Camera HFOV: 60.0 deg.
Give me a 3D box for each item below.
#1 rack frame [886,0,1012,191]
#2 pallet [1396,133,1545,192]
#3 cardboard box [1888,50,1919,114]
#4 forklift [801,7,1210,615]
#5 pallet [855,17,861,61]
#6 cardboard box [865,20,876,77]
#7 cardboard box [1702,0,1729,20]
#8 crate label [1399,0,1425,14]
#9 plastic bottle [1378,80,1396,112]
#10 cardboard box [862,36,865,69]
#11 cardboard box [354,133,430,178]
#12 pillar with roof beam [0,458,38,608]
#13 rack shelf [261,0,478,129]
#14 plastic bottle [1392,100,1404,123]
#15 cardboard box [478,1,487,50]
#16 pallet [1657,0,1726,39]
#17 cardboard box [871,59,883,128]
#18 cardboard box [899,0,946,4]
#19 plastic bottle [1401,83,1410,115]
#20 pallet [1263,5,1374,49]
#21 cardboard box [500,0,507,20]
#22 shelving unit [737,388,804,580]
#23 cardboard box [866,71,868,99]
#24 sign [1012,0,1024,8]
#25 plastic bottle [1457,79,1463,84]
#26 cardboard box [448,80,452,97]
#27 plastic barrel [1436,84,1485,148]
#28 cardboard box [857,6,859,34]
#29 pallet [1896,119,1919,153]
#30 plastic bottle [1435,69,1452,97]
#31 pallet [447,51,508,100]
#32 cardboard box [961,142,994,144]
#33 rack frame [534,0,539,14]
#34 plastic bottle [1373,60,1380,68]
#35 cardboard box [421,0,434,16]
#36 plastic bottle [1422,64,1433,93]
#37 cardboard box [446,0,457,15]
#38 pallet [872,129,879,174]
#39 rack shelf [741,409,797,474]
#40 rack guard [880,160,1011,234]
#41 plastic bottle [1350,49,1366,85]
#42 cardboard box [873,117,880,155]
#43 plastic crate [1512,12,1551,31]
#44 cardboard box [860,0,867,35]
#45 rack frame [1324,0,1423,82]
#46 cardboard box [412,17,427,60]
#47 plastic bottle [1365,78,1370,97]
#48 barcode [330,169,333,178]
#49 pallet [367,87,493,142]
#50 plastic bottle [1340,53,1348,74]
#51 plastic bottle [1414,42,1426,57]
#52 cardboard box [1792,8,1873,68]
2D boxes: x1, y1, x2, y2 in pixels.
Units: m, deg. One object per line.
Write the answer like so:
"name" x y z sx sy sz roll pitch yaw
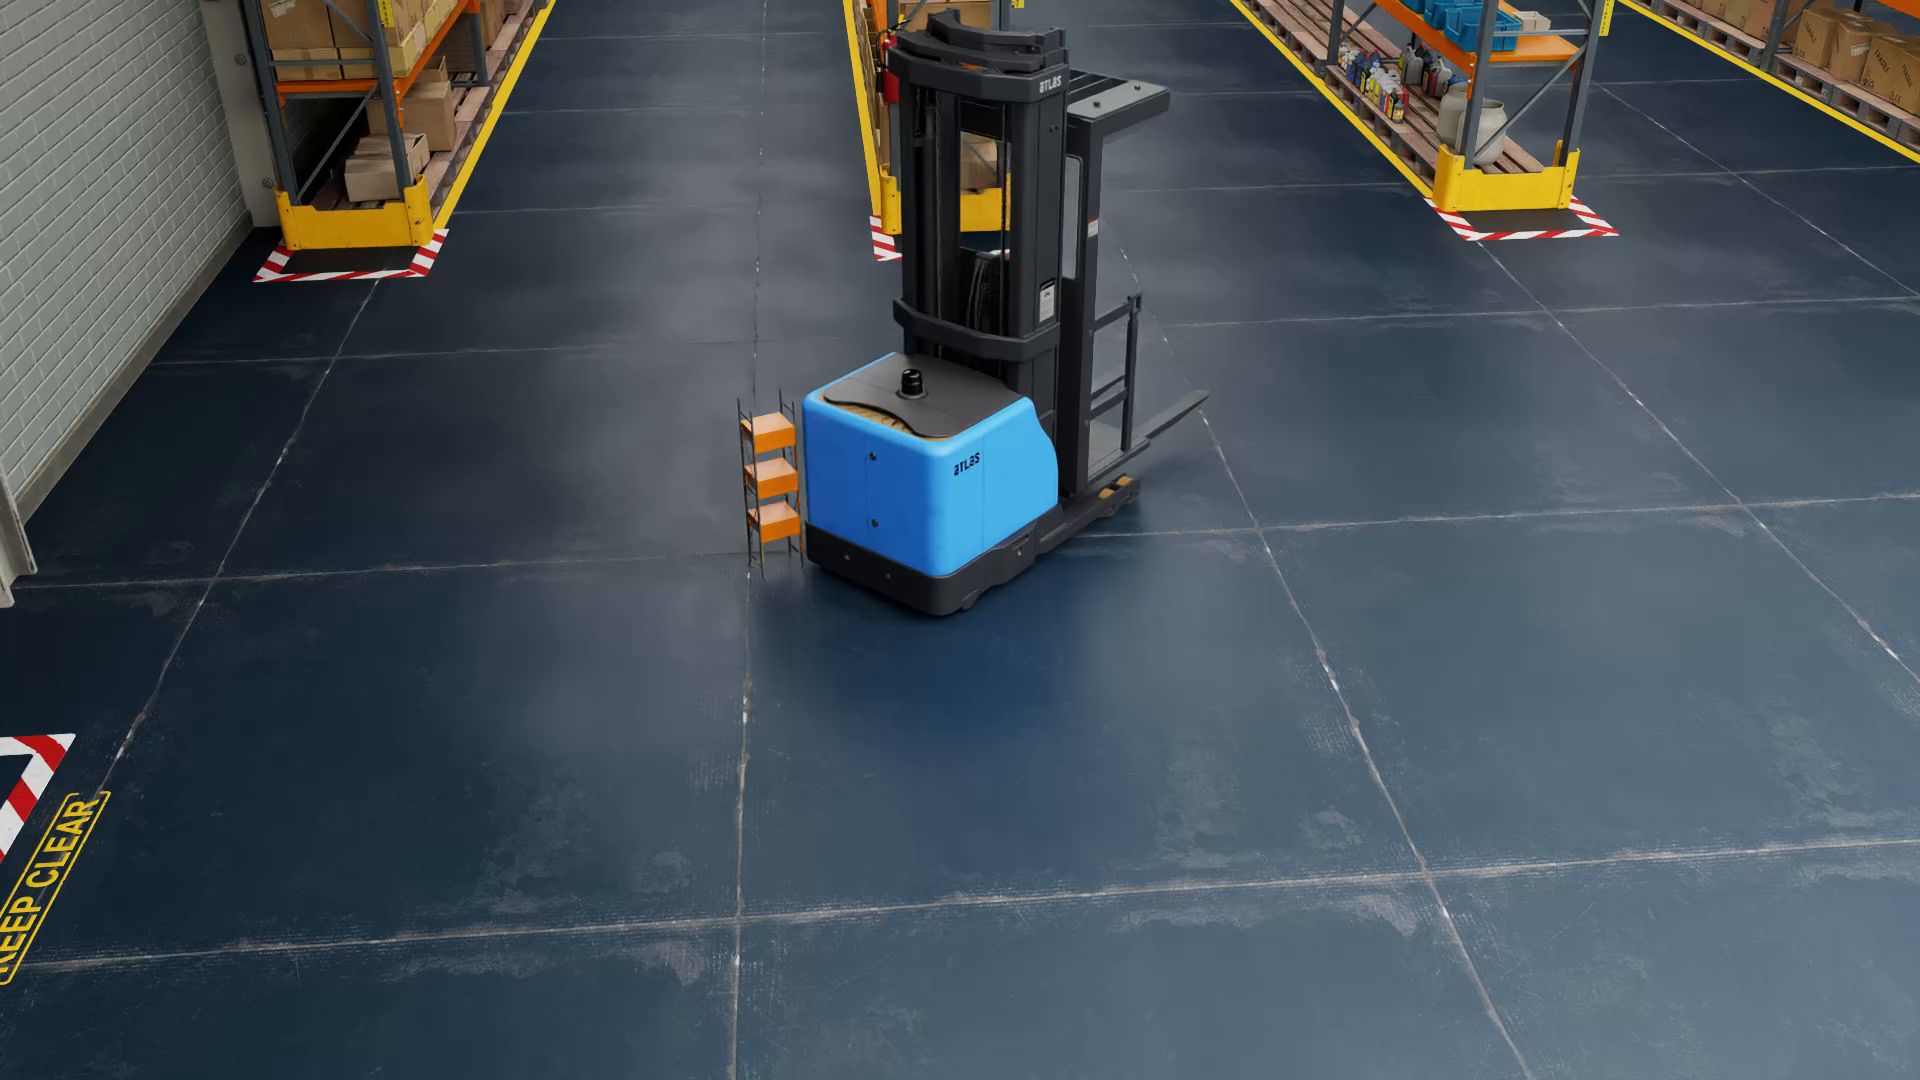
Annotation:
"rack frame" -0.089 -4.001 13.523 1.000 3.000 0.127 -3 31 -5
"pallet" 4.719 -3.490 15.388 1.003 0.211 1.213 -3 31 -5
"cardboard box" 9.603 -4.524 16.428 0.500 0.500 0.500 0 31 0
"forklift" 0.441 -1.542 9.474 1.130 2.935 3.031 22 37 32
"pallet" -0.687 -5.844 19.329 1.003 0.211 1.213 -3 31 -5
"cardboard box" -0.676 -4.858 16.499 0.500 0.500 0.500 -3 31 -5
"cardboard box" 9.286 -6.476 19.675 0.700 0.500 0.500 -5 31 -9
"crate label" 4.402 -5.178 15.460 0.502 0.435 0.616 -3 31 -5
"plastic bottle" 4.226 -4.373 16.374 0.152 0.276 0.135 -4 31 -6
"cardboard box" -0.790 -5.240 17.871 0.500 0.250 0.500 -3 31 -5
"cardboard box" -5.049 -3.444 14.785 0.500 0.311 0.500 0 31 0
"pillar with roof beam" -1.100 -3.796 7.330 9.100 9.000 0.400 -3 31 -5
"rack shelf" -5.207 -4.474 15.016 1.077 0.370 4.000 -3 31 -5
"plastic bottle" 4.235 -4.140 16.056 0.097 0.201 0.097 0 31 0
"cardboard box" -5.578 -5.556 18.135 0.700 0.500 0.500 -3 31 -6
"pallet" 9.209 -6.340 20.159 1.003 0.211 1.213 -3 31 -5
"cardboard box" -0.543 -4.092 15.216 0.500 0.500 0.500 -3 31 -5
"cardboard box" -0.314 -4.508 13.642 0.380 0.149 0.250 -3 31 -5
"plastic bottle" 4.345 -4.311 16.262 0.061 0.283 0.133 -3 31 -5
"pallet" 4.240 -6.104 19.765 1.003 0.211 1.213 -3 31 -5
"cardboard box" -5.716 -6.328 19.428 0.700 0.500 0.500 -3 31 -5
"shelving unit" -1.047 -0.303 9.234 0.252 1.050 0.215 -15 34 -24
"cardboard box" -0.679 -4.536 16.691 0.500 0.250 0.500 -3 31 -5
"sign" 0.464 -4.430 13.320 0.100 0.325 0.005 -3 31 -5
"plastic bottle" 4.943 -4.420 16.457 0.097 0.271 0.097 0 31 0
"cardboard box" -5.314 -4.504 16.700 0.380 0.166 0.250 -7 32 -11
"plastic barrel" 4.659 -3.936 15.432 0.421 0.512 0.421 0 31 0
"cardboard box" -0.930 -6.020 19.175 0.500 0.250 0.500 -2 31 -4
"pallet" 9.727 -3.731 15.792 1.003 0.211 1.213 -3 31 -5
"plastic bottle" 4.876 -4.637 16.815 0.152 0.276 0.135 -2 31 -4
"pallet" -5.468 -5.004 17.922 1.003 0.211 1.213 -3 31 -5
"cardboard box" 0.032 -3.540 15.024 0.500 0.250 0.500 -3 31 -5
"rack frame" -5.768 -7.846 19.960 1.000 3.000 0.127 -3 31 -5
"plastic bottle" 4.266 -4.795 17.085 0.097 0.271 0.097 0 31 0
"cardboard box" -4.844 -4.802 14.261 0.500 0.500 0.500 -4 31 -6
"plastic bottle" 4.765 -4.705 16.922 0.061 0.283 0.133 -3 31 -5
"cardboard box" -4.948 -5.010 15.339 0.500 0.250 0.500 -3 31 -5
"pallet" -0.313 -3.813 15.929 1.003 0.211 1.213 -3 31 -5
"rack shelf" -1.047 -0.537 9.094 0.240 0.259 0.215 -15 34 -24
"rack guard" -0.087 -2.915 14.143 1.175 0.500 0.348 -3 31 -5
"plastic bottle" 4.132 -4.898 17.179 0.144 0.351 0.185 -2 31 -3
"cardboard box" -0.540 -3.770 15.409 0.500 0.250 0.500 -3 31 -5
"plastic crate" 5.080 -4.595 14.775 0.298 0.136 0.250 -3 31 -5
"cardboard box" -0.841 -5.742 18.163 0.500 0.311 0.500 -2 31 -3
"rack frame" 4.469 -6.278 17.336 1.000 3.000 0.127 -3 31 -5
"cardboard box" -4.813 -4.234 14.041 0.500 0.250 0.500 -4 31 -6
"plastic bottle" 4.153 -4.592 16.812 0.097 0.201 0.097 0 31 0
"barcode" -5.396 -3.147 14.279 0.001 0.075 0.075 -3 31 -5
"pallet" -5.296 -4.265 16.685 1.003 0.211 1.213 -3 31 -5
"plastic bottle" 4.072 -5.030 17.547 0.097 0.201 0.097 0 31 0
"plastic bottle" 4.817 -5.015 17.375 0.144 0.351 0.185 -4 31 -6
"cardboard box" 9.398 -5.416 17.922 0.500 0.500 0.500 -4 31 -6
